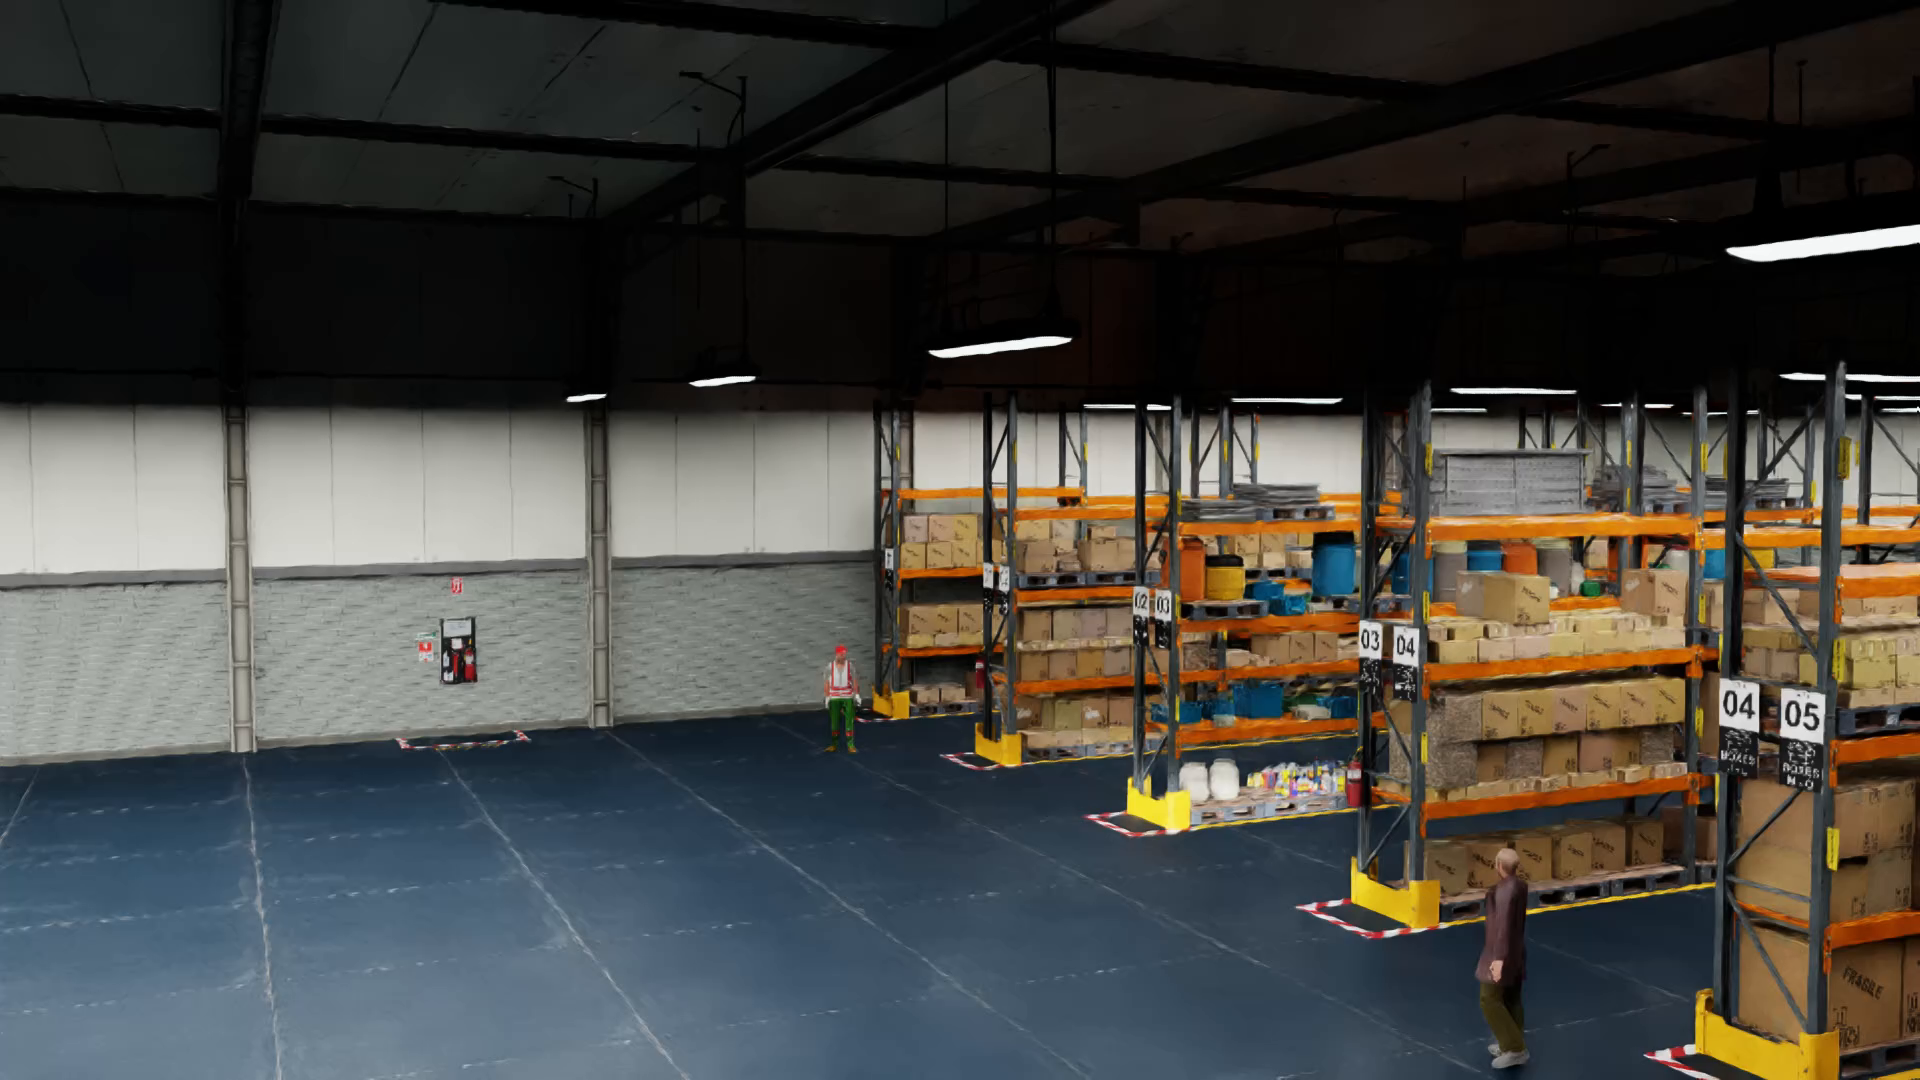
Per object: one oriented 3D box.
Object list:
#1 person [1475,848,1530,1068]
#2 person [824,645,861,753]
[{"bbox_3d":[4.549,3.458,13.843,0.456,1.773,0.678,2,4,35],"label":"person"},{"bbox_3d":[-1.963,2.638,27.752,0.629,1.790,0.418,0,3,-5],"label":"person"}]
